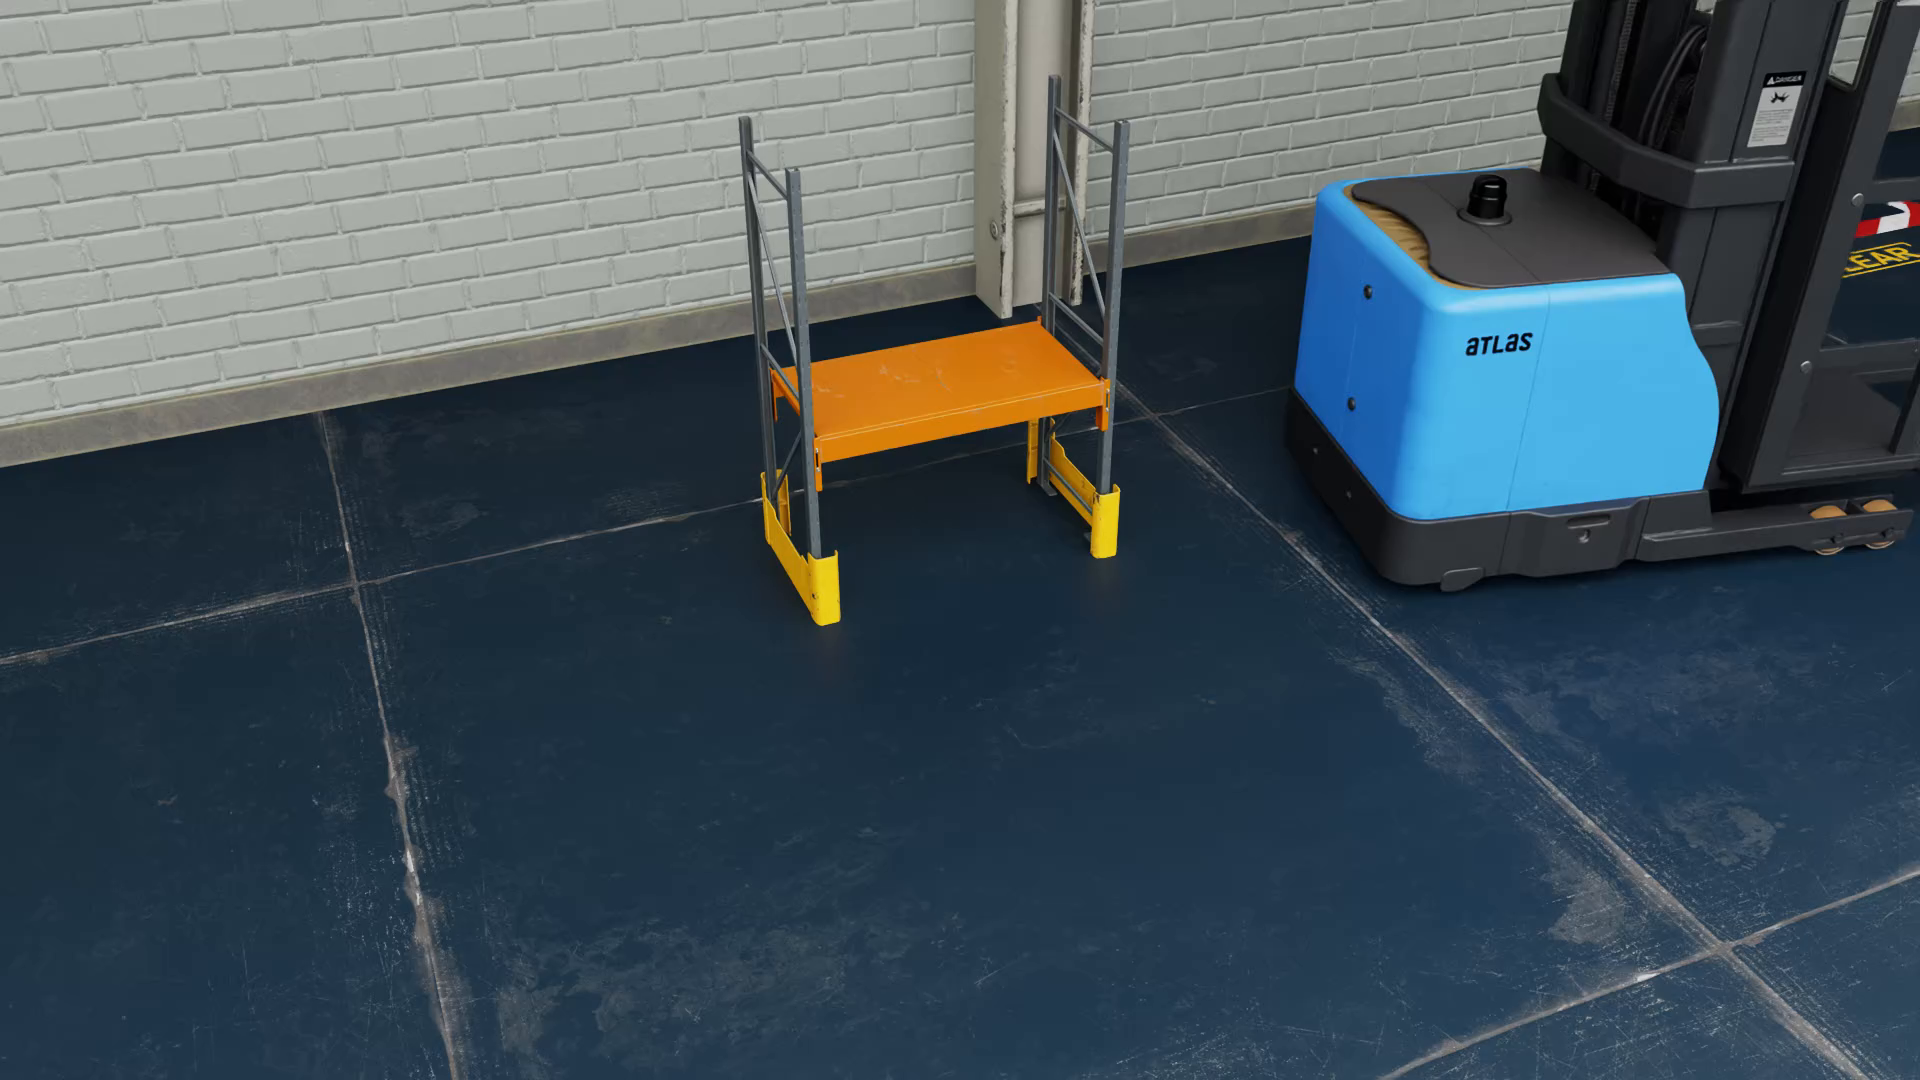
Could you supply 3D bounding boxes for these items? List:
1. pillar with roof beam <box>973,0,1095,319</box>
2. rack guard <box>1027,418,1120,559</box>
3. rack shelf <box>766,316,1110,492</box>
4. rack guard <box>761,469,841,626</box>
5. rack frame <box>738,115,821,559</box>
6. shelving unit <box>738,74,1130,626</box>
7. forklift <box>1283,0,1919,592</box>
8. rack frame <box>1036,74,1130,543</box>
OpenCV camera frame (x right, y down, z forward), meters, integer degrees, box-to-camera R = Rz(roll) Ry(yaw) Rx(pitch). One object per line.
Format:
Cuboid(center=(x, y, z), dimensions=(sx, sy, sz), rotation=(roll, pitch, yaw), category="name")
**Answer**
Cuboid(center=(1.967, -2.688, 1.630), dimensions=(0.400, 9.000, 9.100), rotation=(-13, 35, -19), category="pillar with roof beam")
Cuboid(center=(0.389, -0.194, 5.819), dimensions=(0.087, 0.250, 0.587), rotation=(-13, 35, -19), category="rack guard")
Cuboid(center=(-0.079, -0.460, 5.411), dimensions=(1.000, 0.185, 0.538), rotation=(-13, 35, -19), category="rack shelf")
Cuboid(center=(-0.529, 0.016, 5.495), dimensions=(0.087, 0.250, 0.587), rotation=(-13, 35, -19), category="rack guard")
Cuboid(center=(-0.547, -0.503, 5.148), dimensions=(0.032, 1.500, 0.500), rotation=(-13, 35, -19), category="rack frame")
Cuboid(center=(-0.070, -0.613, 5.316), dimensions=(1.083, 1.500, 0.587), rotation=(-13, 35, -19), category="shelving unit")
Cuboid(center=(2.768, -1.454, 5.297), dimensions=(3.031, 2.935, 1.130), rotation=(-6, 34, -10), category="forklift")
Cuboid(center=(0.390, -0.718, 5.478), dimensions=(0.032, 1.500, 0.500), rotation=(-13, 35, -19), category="rack frame")
